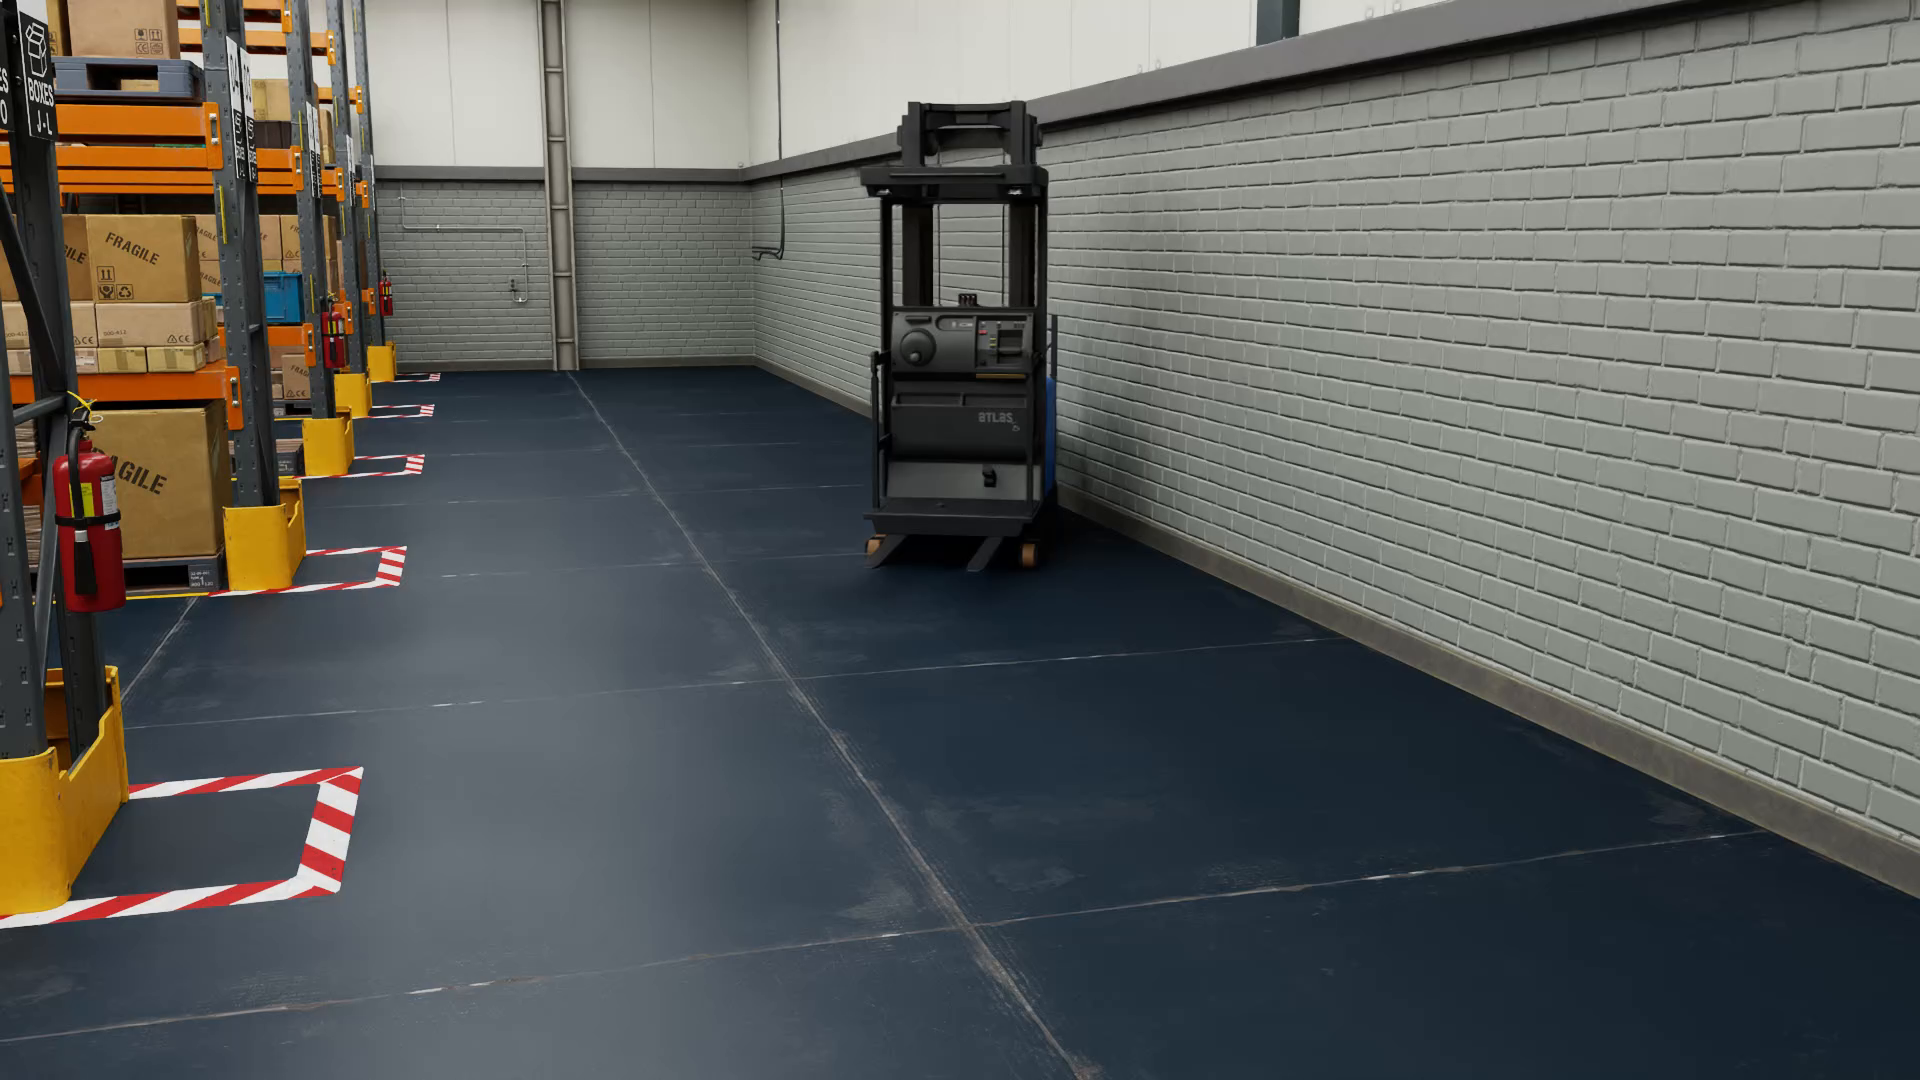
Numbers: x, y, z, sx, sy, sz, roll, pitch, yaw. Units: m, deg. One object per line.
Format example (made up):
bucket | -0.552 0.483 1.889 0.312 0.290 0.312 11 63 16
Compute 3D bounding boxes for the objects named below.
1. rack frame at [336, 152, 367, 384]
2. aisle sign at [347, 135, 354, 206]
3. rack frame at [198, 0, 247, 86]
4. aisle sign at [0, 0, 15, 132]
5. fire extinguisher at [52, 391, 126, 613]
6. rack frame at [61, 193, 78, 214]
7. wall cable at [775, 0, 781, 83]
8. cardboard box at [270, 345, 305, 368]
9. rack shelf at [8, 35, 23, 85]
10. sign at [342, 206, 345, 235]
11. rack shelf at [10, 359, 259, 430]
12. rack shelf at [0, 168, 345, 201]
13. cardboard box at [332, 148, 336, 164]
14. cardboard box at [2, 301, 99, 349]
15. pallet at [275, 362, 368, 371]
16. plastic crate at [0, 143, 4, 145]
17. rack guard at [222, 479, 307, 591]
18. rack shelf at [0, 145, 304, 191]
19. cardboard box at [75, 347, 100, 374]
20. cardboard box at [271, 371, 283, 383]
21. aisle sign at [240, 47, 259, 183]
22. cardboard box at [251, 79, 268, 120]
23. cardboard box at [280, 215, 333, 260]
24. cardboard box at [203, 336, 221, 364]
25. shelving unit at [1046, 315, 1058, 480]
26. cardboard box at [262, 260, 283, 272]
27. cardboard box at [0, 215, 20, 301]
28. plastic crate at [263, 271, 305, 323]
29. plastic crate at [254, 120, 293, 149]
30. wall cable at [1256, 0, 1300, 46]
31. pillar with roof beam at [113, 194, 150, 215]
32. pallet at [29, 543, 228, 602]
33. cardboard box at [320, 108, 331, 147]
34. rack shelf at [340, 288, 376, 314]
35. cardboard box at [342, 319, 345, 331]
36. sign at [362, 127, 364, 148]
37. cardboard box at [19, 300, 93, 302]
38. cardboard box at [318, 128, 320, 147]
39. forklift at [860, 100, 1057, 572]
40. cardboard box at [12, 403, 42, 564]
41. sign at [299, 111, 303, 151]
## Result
rack frame | -7.135 -2.999 19.550 0.127 3.000 1.000 -3 11 -16
aisle sign | -6.984 -4.227 19.044 0.004 0.787 0.394 -3 11 -16
rack frame | -4.369 -4.227 9.651 0.127 3.000 1.000 -3 11 -16
aisle sign | -2.926 -1.639 4.985 0.004 0.787 0.394 -3 11 -16
fire extinguisher | -2.709 -0.120 5.157 0.183 0.674 0.296 -3 11 -16
rack frame | -12.363 -3.657 23.127 0.127 3.000 1.000 -3 11 -16
wall cable | -2.236 -7.520 22.170 0.112 2.526 3.097 -3 11 -16
cardboard box | -9.647 -2.759 23.990 0.500 0.500 0.700 -3 11 -16
rack shelf | -5.000 -1.429 4.727 4.000 0.370 1.077 -3 11 -16
sign | -6.999 -3.626 18.887 0.005 0.325 0.100 -3 11 -16
rack shelf | -6.290 -0.821 9.710 4.000 0.370 1.077 -3 11 -16
rack shelf | -9.055 -4.019 18.794 4.000 0.370 1.077 -3 11 -16
cardboard box | -9.292 -5.522 23.952 0.500 0.250 0.500 -2 11 -13
cardboard box | -5.248 -1.253 9.659 0.500 0.250 0.500 -3 11 -17
pallet | -9.269 -2.434 24.185 1.213 0.211 1.003 -3 11 -16
plastic crate | -7.968 -3.496 14.293 0.530 0.282 0.437 -3 11 -16
rack guard | -4.346 -0.048 10.427 0.348 0.500 1.175 -3 11 -16
rack shelf | -7.674 -3.158 14.115 4.000 0.370 1.077 -3 11 -16
cardboard box | -5.111 -1.051 9.667 0.250 0.149 0.380 -3 11 -16
cardboard box | -8.216 -1.859 19.740 0.500 0.250 0.500 -3 11 -16
aisle sign | -4.384 -2.611 10.262 0.004 0.787 0.394 -3 11 -16
cardboard box | -8.127 -4.975 18.964 0.500 0.500 0.700 -3 11 -16
cardboard box | -7.485 -3.469 19.068 0.500 0.500 0.500 -3 11 -16
cardboard box | -4.803 -1.192 10.431 0.250 0.149 0.380 -3 11 -15
shelving unit | 0.405 -1.011 12.896 0.538 1.500 1.048 -1 11 -8
cardboard box | -7.986 -2.951 19.015 0.500 0.500 0.500 -3 11 -15
cardboard box | -5.882 -1.688 9.951 0.500 0.500 0.500 -3 11 -17
plastic crate | -6.023 -2.135 14.594 0.499 0.435 0.616 -3 11 -16
plastic crate | -6.201 -3.577 14.769 0.590 0.269 0.497 -3 11 -16
wall cable | 2.023 -5.496 7.660 0.120 5.999 2.277 -3 11 -16
pillar with roof beam | -10.730 -6.045 19.528 0.400 9.000 9.100 -3 11 -16
pallet | -5.115 0.149 10.153 1.213 0.211 1.003 -3 11 -16
cardboard box | -9.149 -5.801 23.395 0.500 0.500 0.500 -3 11 -16
rack shelf | -10.443 -3.405 23.742 4.000 0.370 1.077 -3 11 -16
cardboard box | -9.103 -3.144 24.292 0.250 0.149 0.380 -3 11 -16
sign | -8.385 -5.636 23.366 0.005 0.325 0.100 -3 11 -16
cardboard box | -5.403 -1.344 10.155 0.500 0.250 0.500 -3 11 -17
cardboard box | -7.557 -4.576 18.865 0.500 0.250 0.500 -3 11 -16
forklift | -0.012 -1.326 10.653 1.130 2.935 3.031 1 11 8
cardboard box | -5.835 -0.346 9.847 0.875 0.875 0.875 -3 11 -16
sign | -5.584 -3.466 14.094 0.005 0.325 0.100 -3 11 -16
